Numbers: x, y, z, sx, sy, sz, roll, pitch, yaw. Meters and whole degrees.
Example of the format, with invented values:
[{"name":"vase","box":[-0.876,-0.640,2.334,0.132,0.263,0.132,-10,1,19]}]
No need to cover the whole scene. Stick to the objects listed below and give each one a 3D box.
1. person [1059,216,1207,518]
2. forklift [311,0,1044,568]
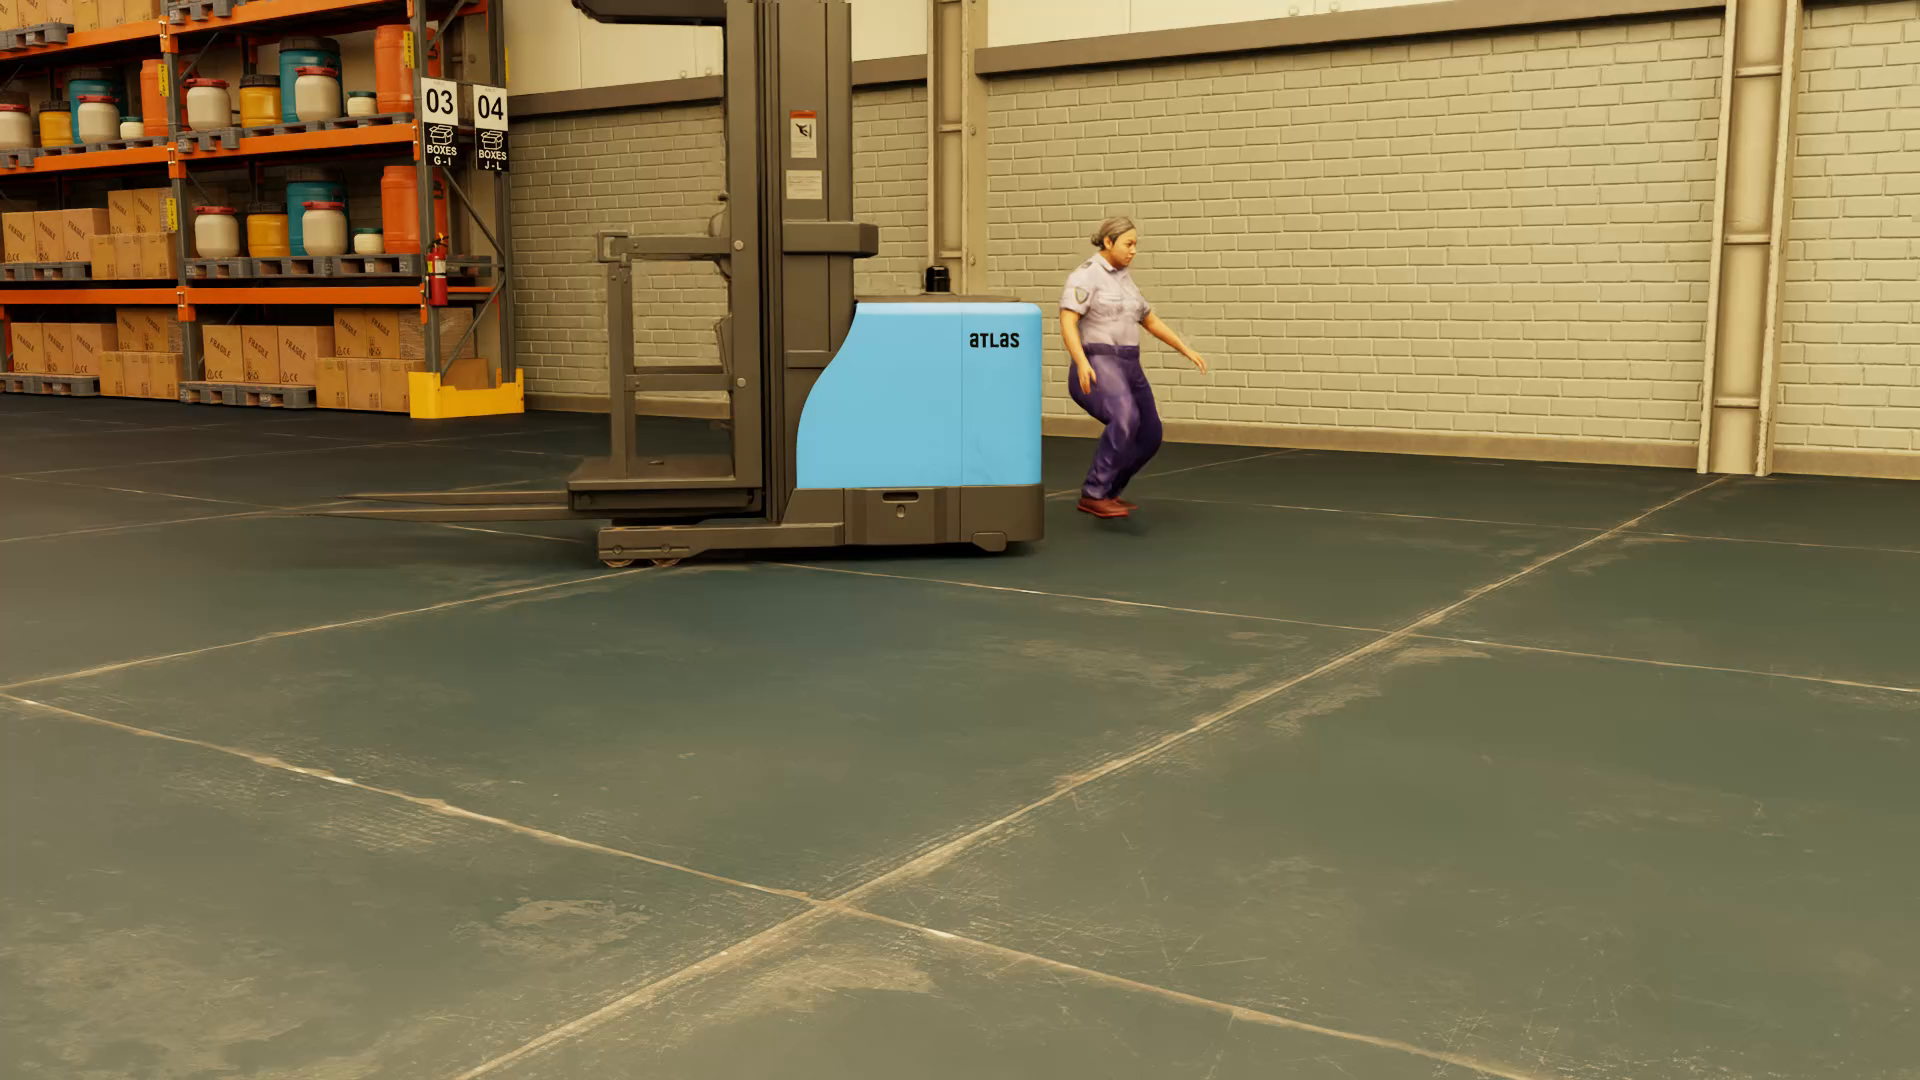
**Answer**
[{"name":"person","box":[0.790,-0.846,8.328,0.696,1.530,0.913,7,11,40]},{"name":"forklift","box":[-1.201,-1.417,7.160,3.031,2.935,1.130,-1,8,-9]}]
